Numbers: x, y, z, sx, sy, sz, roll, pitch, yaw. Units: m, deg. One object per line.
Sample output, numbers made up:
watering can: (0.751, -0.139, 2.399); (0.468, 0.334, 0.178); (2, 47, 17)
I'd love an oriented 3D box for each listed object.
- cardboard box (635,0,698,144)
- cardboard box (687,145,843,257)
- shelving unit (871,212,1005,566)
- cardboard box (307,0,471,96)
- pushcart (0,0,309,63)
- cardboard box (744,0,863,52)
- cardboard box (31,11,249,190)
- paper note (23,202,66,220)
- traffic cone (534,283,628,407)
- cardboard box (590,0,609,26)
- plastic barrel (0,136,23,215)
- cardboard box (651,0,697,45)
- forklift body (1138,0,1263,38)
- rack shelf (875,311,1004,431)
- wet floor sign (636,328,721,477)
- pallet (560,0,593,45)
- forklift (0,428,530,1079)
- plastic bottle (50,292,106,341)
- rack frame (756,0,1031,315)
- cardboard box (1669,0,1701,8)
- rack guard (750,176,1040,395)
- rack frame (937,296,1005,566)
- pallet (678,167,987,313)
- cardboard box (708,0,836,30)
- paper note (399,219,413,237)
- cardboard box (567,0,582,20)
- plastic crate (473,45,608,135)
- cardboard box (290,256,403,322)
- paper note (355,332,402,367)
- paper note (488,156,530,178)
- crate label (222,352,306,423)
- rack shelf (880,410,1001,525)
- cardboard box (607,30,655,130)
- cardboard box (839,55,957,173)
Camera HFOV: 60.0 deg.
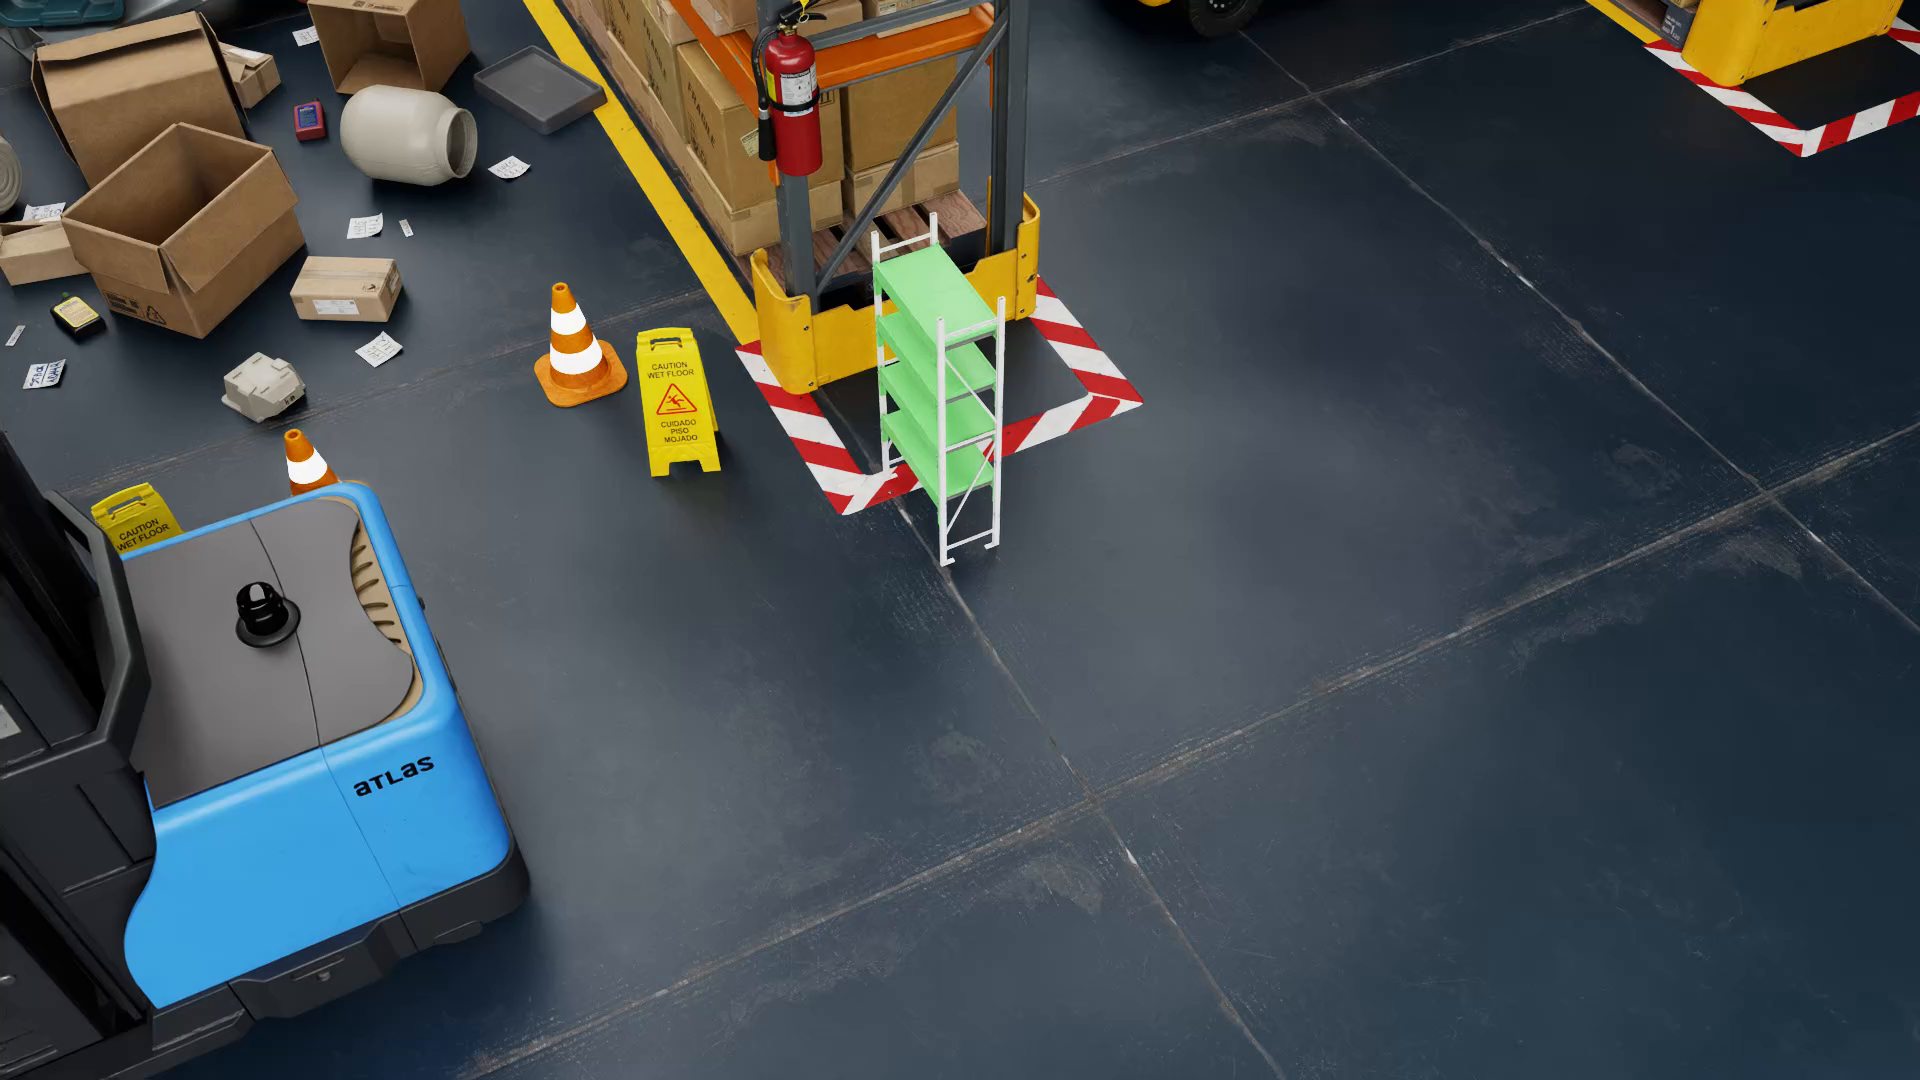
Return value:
cardboard box: (-1.056, -2.102, 7.145); (0.500, 0.500, 0.500); (-19, 52, -16)
cardboard box: (-0.836, -1.525, 7.138); (0.500, 0.250, 0.500); (-21, 52, -18)
shelving unit: (-0.076, -0.506, 5.895); (0.258, 1.200, 0.503); (-21, 52, -18)
cardboard box: (-2.766, -2.496, 8.100); (0.500, 0.500, 0.500); (10, 50, 8)
pushcart: (-4.051, -2.822, 8.468); (0.936, 0.377, 1.648); (35, 57, 27)
cardboard box: (-0.577, -1.921, 6.104); (0.380, 0.149, 0.250); (-20, 52, -16)
cardboard box: (-3.706, -1.977, 7.554); (0.797, 0.637, 0.503); (-21, 52, -18)
paper note: (-4.153, -1.473, 7.523); (0.172, 0.023, 0.155); (-5, 49, -5)
traffic cone: (-1.560, -0.835, 6.673); (0.336, 0.463, 0.334); (-21, 52, -18)
cardboard box: (-1.525, -2.795, 7.751); (0.500, 0.500, 0.500); (-19, 51, -16)
plastic barrel: (-4.519, -1.653, 7.414); (0.512, 0.421, 0.421); (10, 50, 8)
cardboard box: (-1.042, -2.190, 6.791); (0.380, 0.149, 0.250); (-20, 52, -16)
forklift body: (1.706, -3.901, 8.233); (2.313, 2.155, 1.214); (-21, 52, -18)
rack shelf: (-0.076, -0.622, 5.763); (0.258, 0.148, 0.480); (-21, 52, -18)
wet floor sign: (-1.081, -0.556, 6.308); (0.267, 0.644, 0.232); (-5, 49, -5)
pallet: (-1.708, -3.149, 8.864); (1.003, 0.211, 1.213); (-21, 52, -18)
forklift: (-2.896, 0.376, 3.974); (3.031, 2.935, 1.130); (-21, 52, -18)
plastic bottle: (-3.755, -0.956, 7.045); (0.283, 0.061, 0.133); (35, 57, 27)
rack frame: (-0.216, -1.827, 5.855); (1.000, 3.000, 0.127); (-21, 52, -18)
cardboard box: (3.700, -2.978, 8.410); (0.500, 0.250, 0.500); (-21, 52, -17)
rack guard: (-0.251, -1.055, 6.841); (1.175, 0.500, 0.348); (-21, 52, -18)
rack frame: (0.036, -0.342, 5.752); (0.240, 1.200, 0.015); (-21, 52, -18)
pallet: (-0.591, -1.516, 7.436); (1.003, 0.211, 1.213); (-21, 52, -18)
cardboard box: (-0.709, -2.226, 5.940); (0.500, 0.500, 0.500); (-22, 52, -18)
paper note: (-2.488, -1.402, 7.470); (0.032, 0.001, 0.123); (-21, 52, -18)
cardboard box: (-1.762, -2.896, 8.338); (0.500, 0.250, 0.500); (-18, 51, -15)
plastic crate: (-2.057, -2.210, 8.130); (0.583, 0.080, 0.402); (35, 57, 27)
cardboard box: (-2.612, -1.070, 7.087); (0.380, 0.149, 0.250); (2, 49, 2)
paper note: (-2.419, -0.797, 6.927); (0.142, 0.019, 0.148); (35, 57, 27)
paper note: (-2.099, -1.738, 7.749); (0.148, 0.019, 0.142); (35, 57, 27)
crate label: (-2.806, -0.623, 6.704); (0.298, 0.136, 0.250); (26, 54, 21)
rack shelf: (-0.076, -0.306, 6.124); (0.258, 0.148, 0.480); (-21, 52, -18)
cardboard box: (-1.300, -2.206, 7.735); (0.500, 0.250, 0.500); (-23, 53, -19)
cardboard box: (-0.351, -1.958, 7.019); (0.500, 0.500, 0.500); (-23, 53, -19)
